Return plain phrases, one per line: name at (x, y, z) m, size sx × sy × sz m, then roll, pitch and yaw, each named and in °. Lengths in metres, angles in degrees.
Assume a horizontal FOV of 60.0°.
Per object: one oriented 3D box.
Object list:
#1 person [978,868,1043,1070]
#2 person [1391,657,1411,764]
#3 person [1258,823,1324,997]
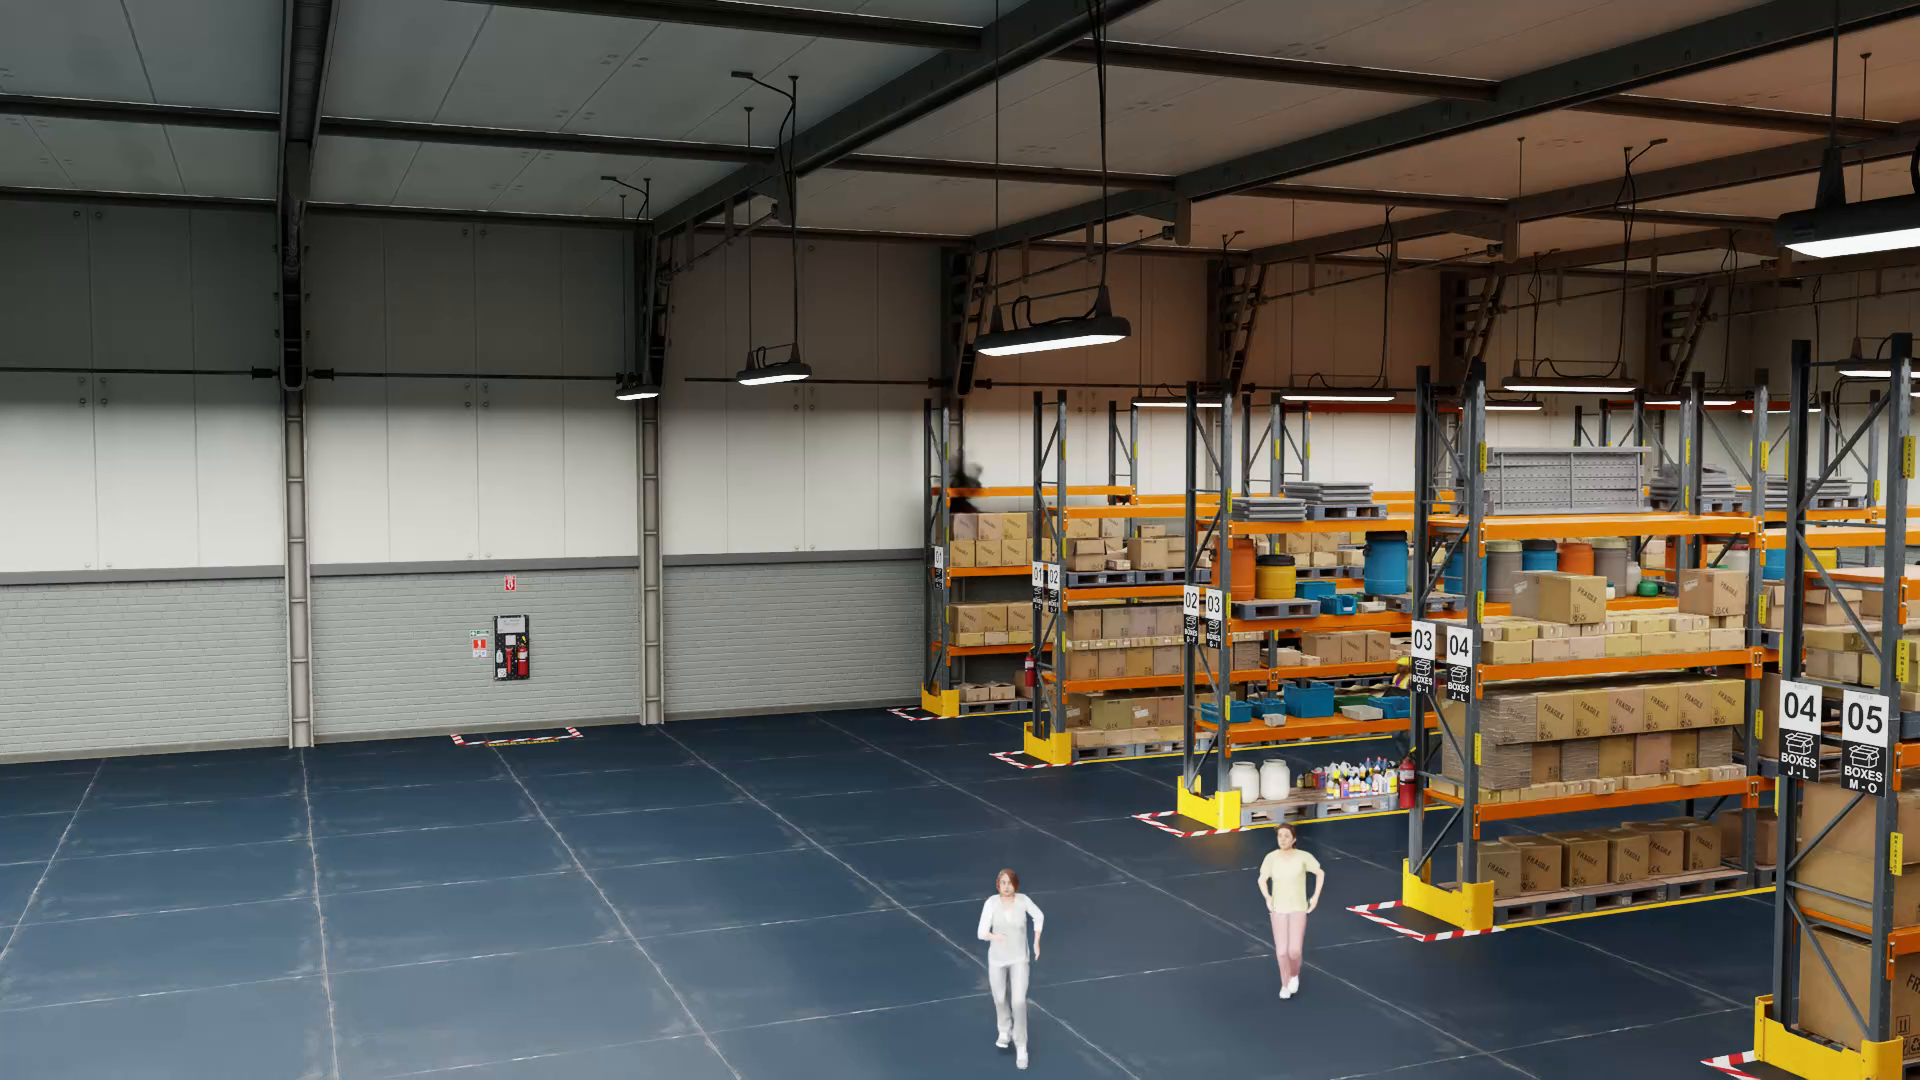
person at (0.416, 3.550, 13.861) m, size 0.520 × 1.644 × 0.699 m, roll 0°, pitch 3°, yaw 8°
person at (7.060, 2.732, 26.570) m, size 0.569 × 1.721 × 0.674 m, roll -2°, pitch 4°, yaw -25°
person at (3.037, 3.442, 15.389) m, size 0.590 × 1.628 × 0.537 m, roll 1°, pitch 4°, yaw 21°
